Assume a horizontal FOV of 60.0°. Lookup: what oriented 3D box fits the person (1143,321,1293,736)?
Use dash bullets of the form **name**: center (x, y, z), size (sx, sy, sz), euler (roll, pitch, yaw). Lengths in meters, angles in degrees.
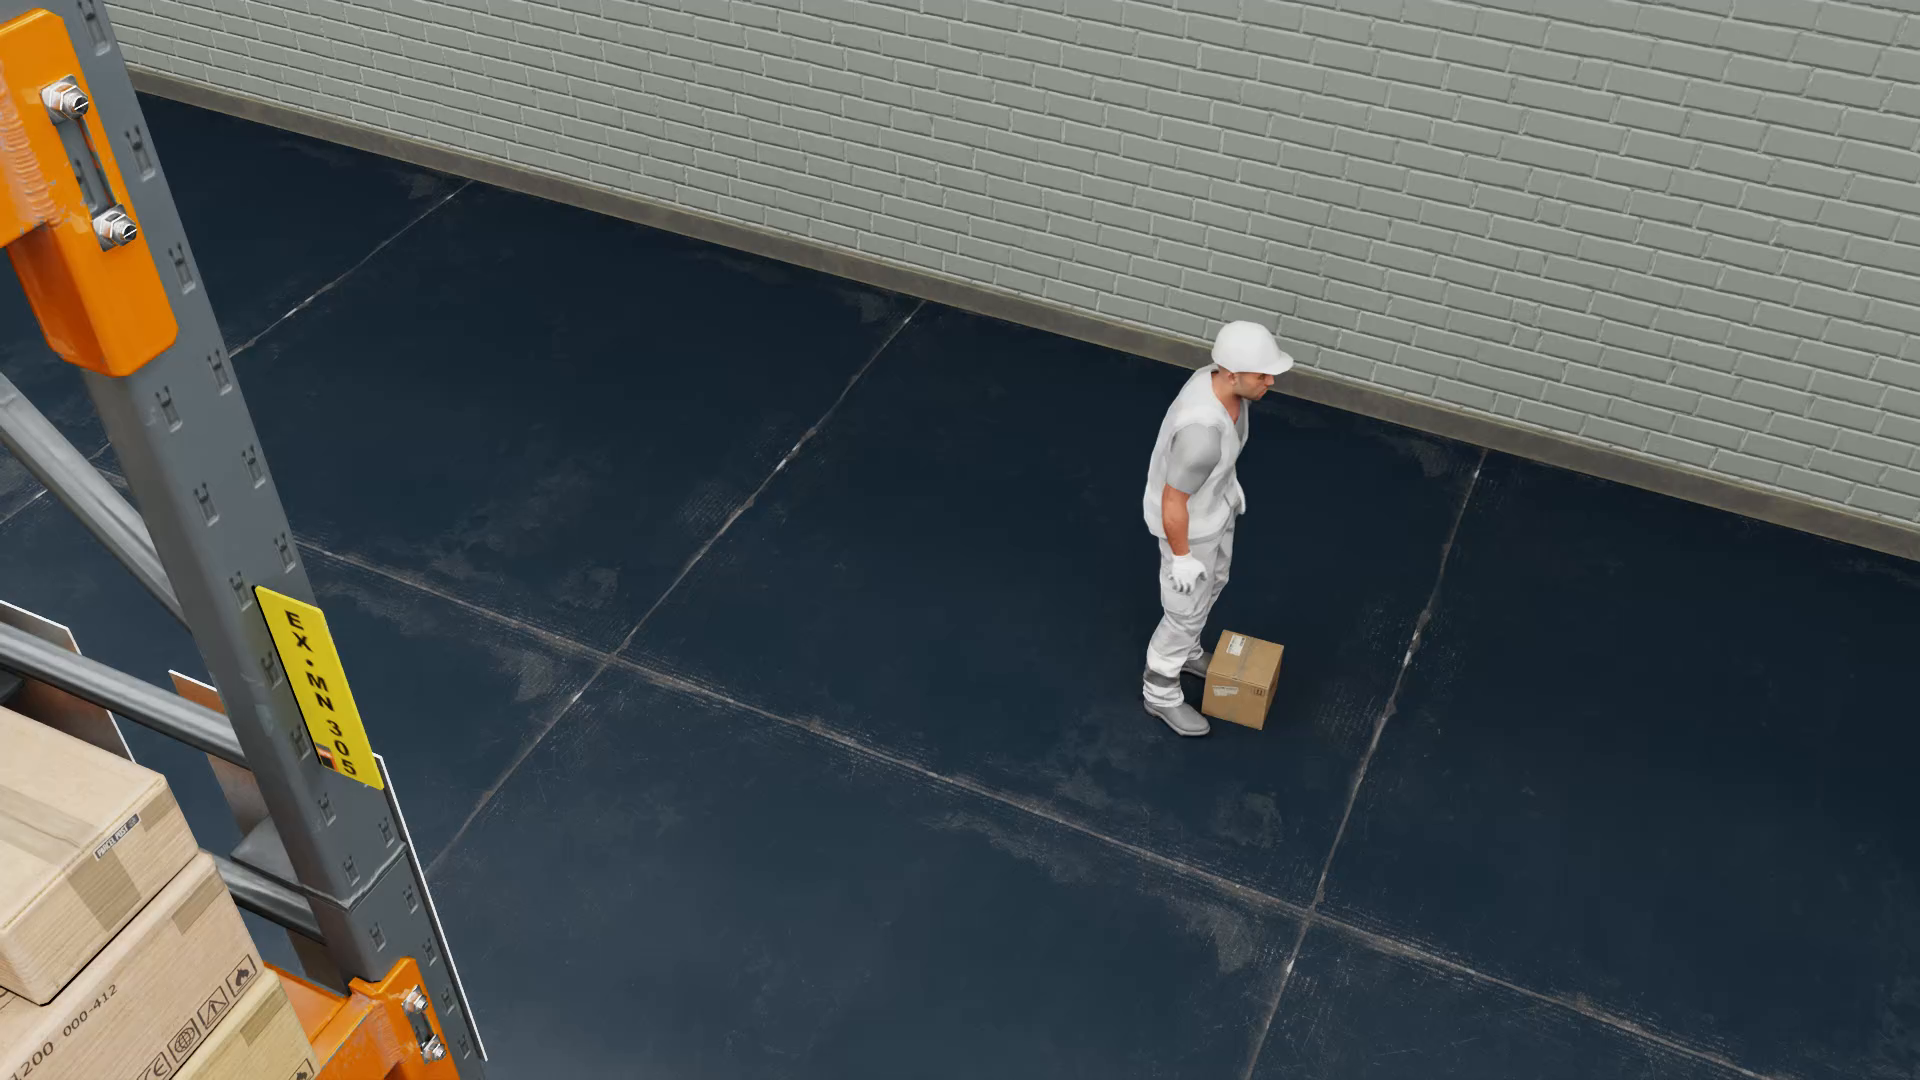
- **person**: center (0.917, -0.065, 6.221), size (0.451, 1.779, 0.608), euler (17, 45, 19)
